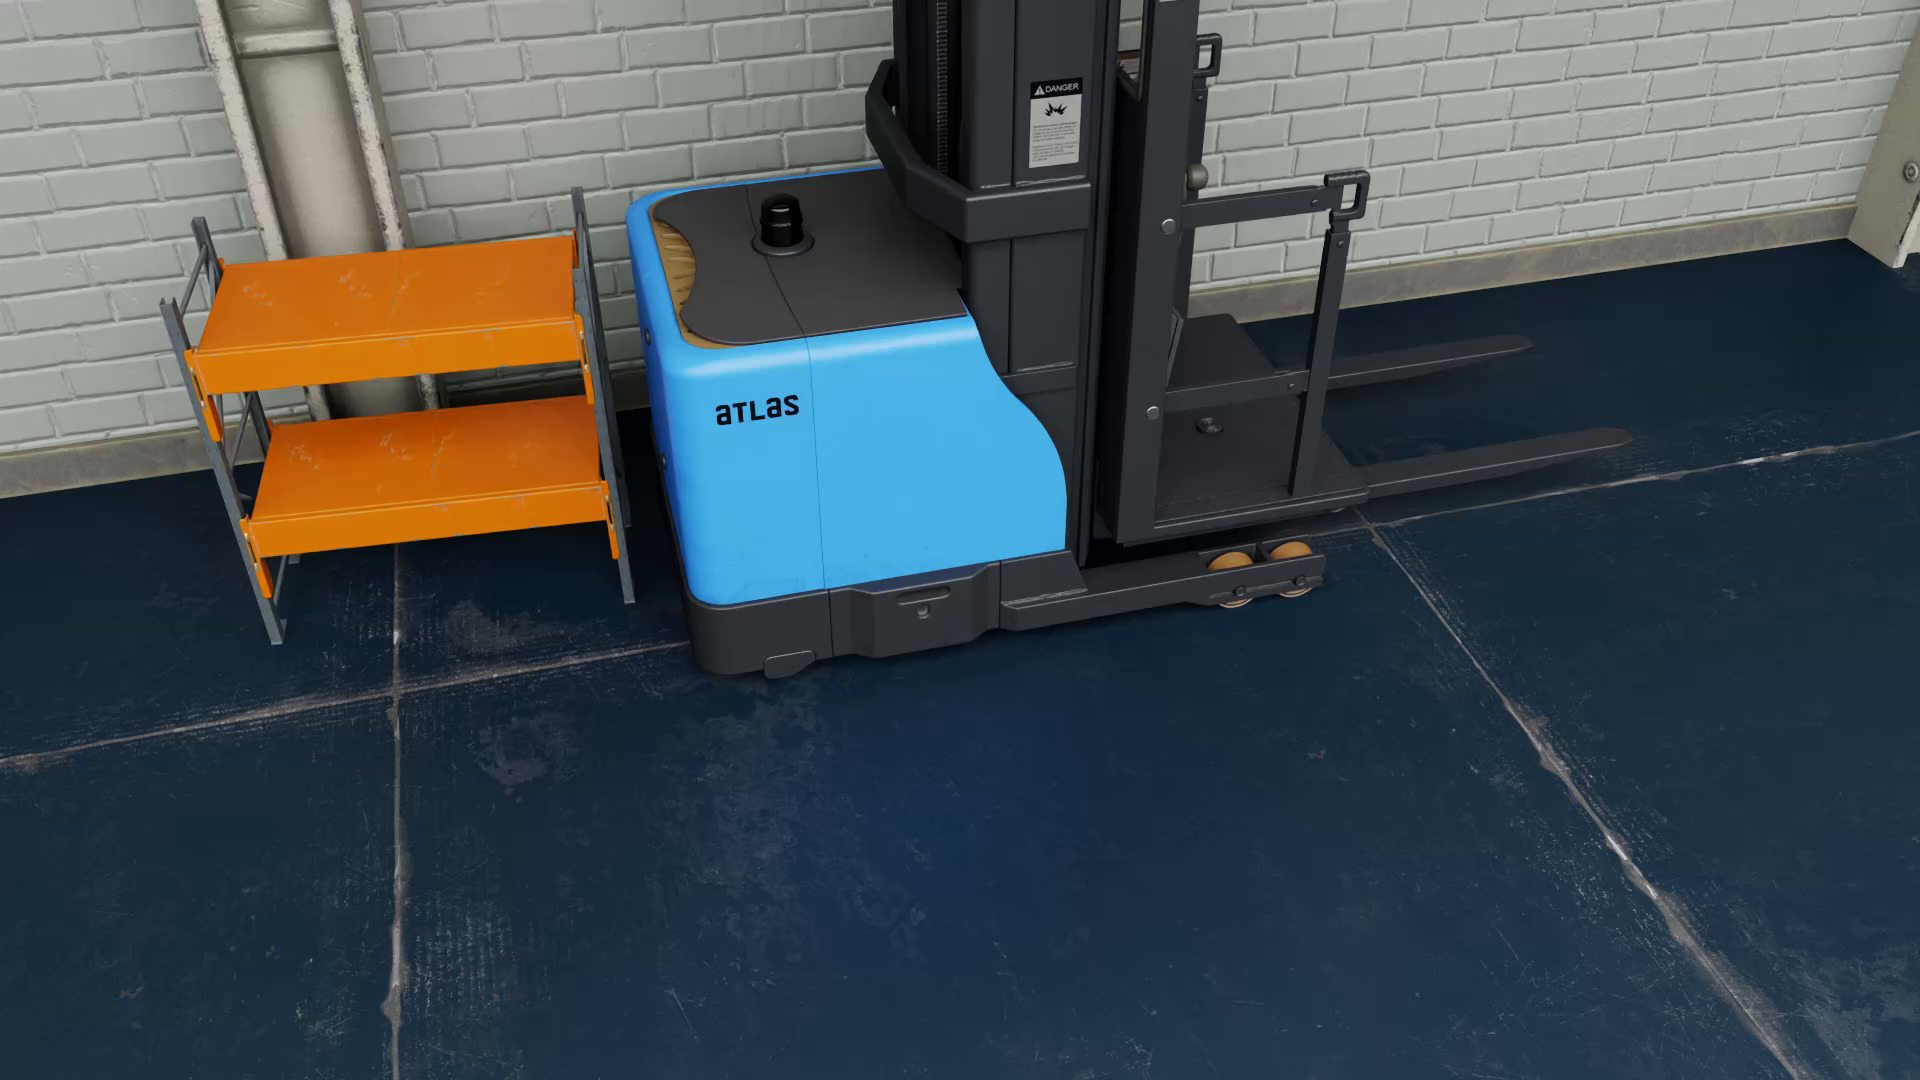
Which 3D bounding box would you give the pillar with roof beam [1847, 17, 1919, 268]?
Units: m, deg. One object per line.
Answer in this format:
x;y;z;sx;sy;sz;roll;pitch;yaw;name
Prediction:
5.017;-2.263;0.802;0.400;9.000;9.100;-9;38;-12;pillar with roof beam

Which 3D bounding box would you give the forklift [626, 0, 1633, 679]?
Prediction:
0.601;-1.263;4.488;3.031;2.935;1.130;-9;38;-12;forklift

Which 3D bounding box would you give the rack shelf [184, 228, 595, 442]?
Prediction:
-1.539;-0.580;4.600;1.000;0.278;0.538;-7;38;-8;rack shelf

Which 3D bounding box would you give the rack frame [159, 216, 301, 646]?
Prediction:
-2.038;-0.290;4.703;0.032;1.125;0.500;-7;38;-8;rack frame

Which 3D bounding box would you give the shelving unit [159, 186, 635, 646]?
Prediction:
-1.539;-0.347;4.778;1.048;1.125;0.538;-7;38;-8;shelving unit

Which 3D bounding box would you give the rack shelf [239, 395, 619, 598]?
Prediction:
-1.539;-0.153;4.927;1.000;0.278;0.538;-7;38;-8;rack shelf

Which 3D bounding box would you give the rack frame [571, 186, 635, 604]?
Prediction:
-1.039;-0.405;4.853;0.032;1.125;0.500;-7;38;-8;rack frame
